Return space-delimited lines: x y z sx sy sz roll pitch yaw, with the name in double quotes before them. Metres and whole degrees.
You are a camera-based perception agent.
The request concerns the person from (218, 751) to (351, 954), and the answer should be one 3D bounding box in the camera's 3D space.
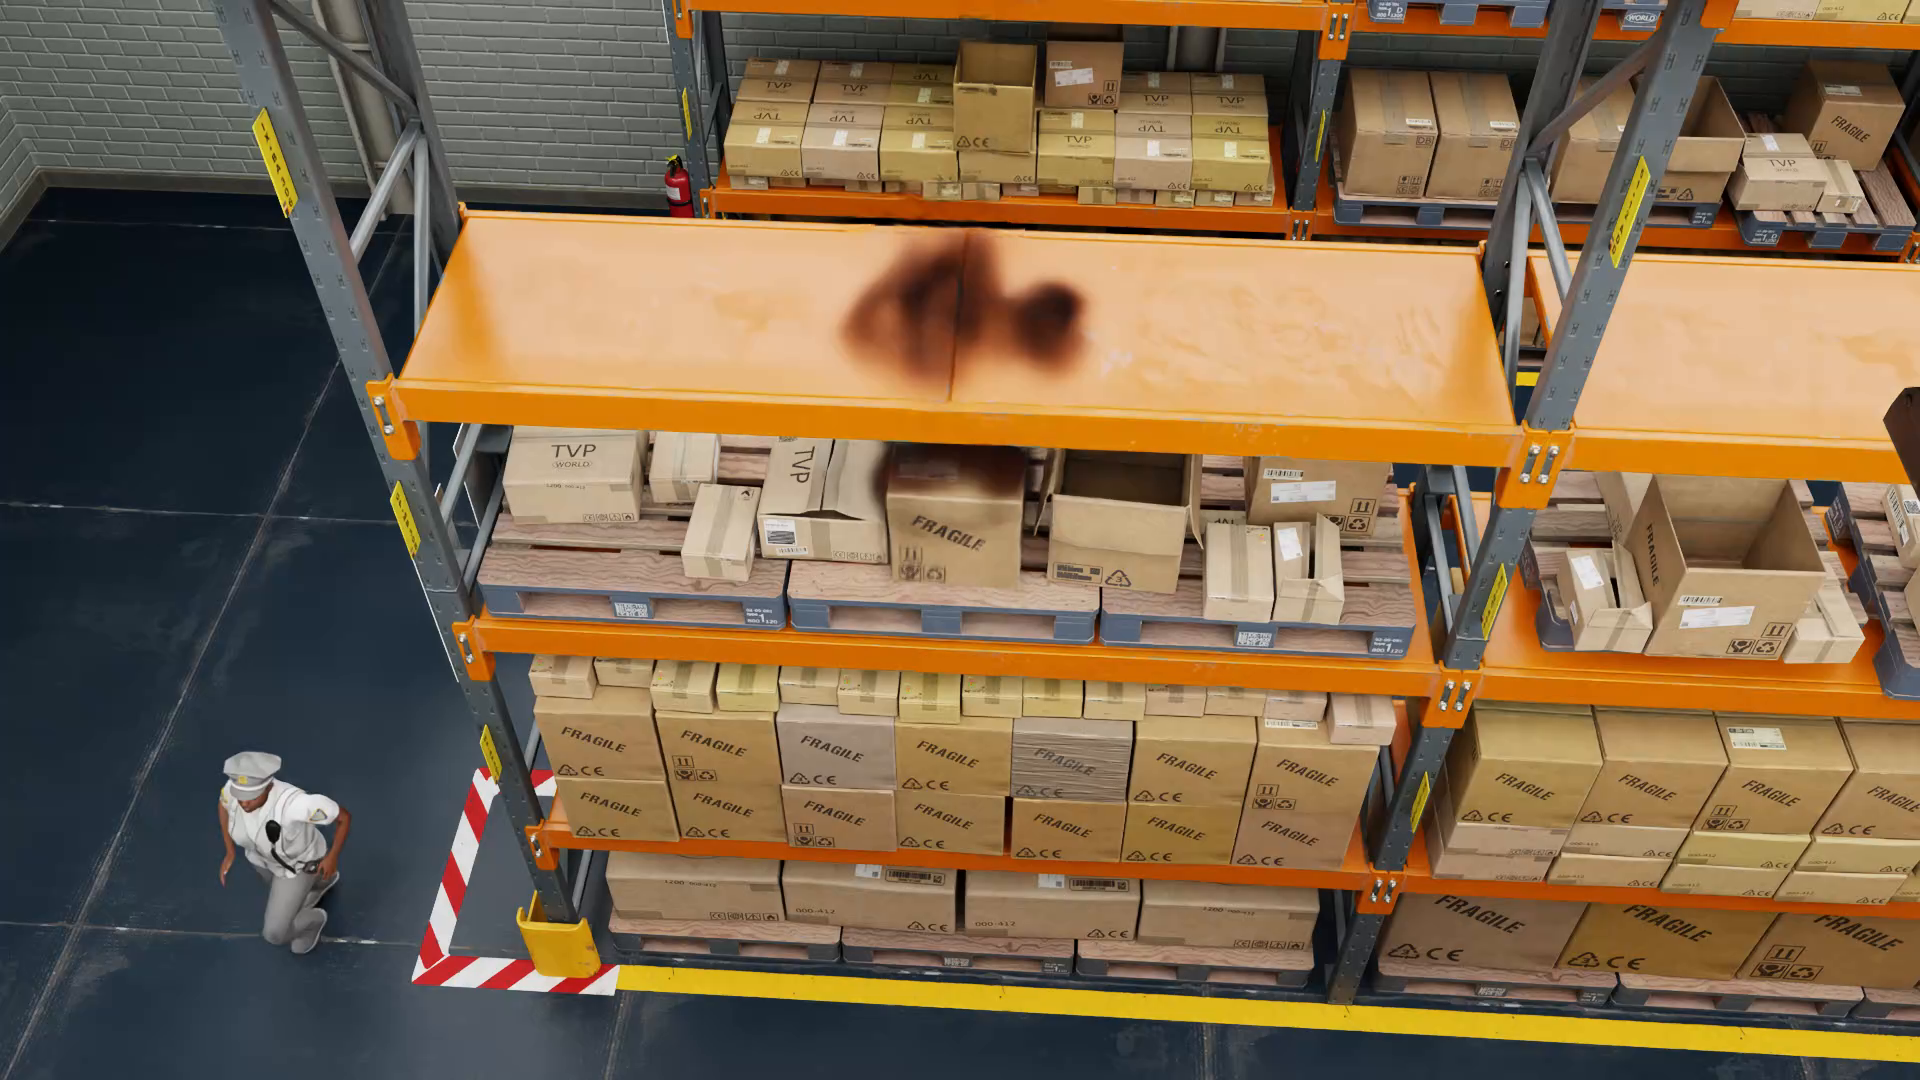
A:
"person" -3.324 1.569 8.219 0.650 1.672 0.633 19 51 17
